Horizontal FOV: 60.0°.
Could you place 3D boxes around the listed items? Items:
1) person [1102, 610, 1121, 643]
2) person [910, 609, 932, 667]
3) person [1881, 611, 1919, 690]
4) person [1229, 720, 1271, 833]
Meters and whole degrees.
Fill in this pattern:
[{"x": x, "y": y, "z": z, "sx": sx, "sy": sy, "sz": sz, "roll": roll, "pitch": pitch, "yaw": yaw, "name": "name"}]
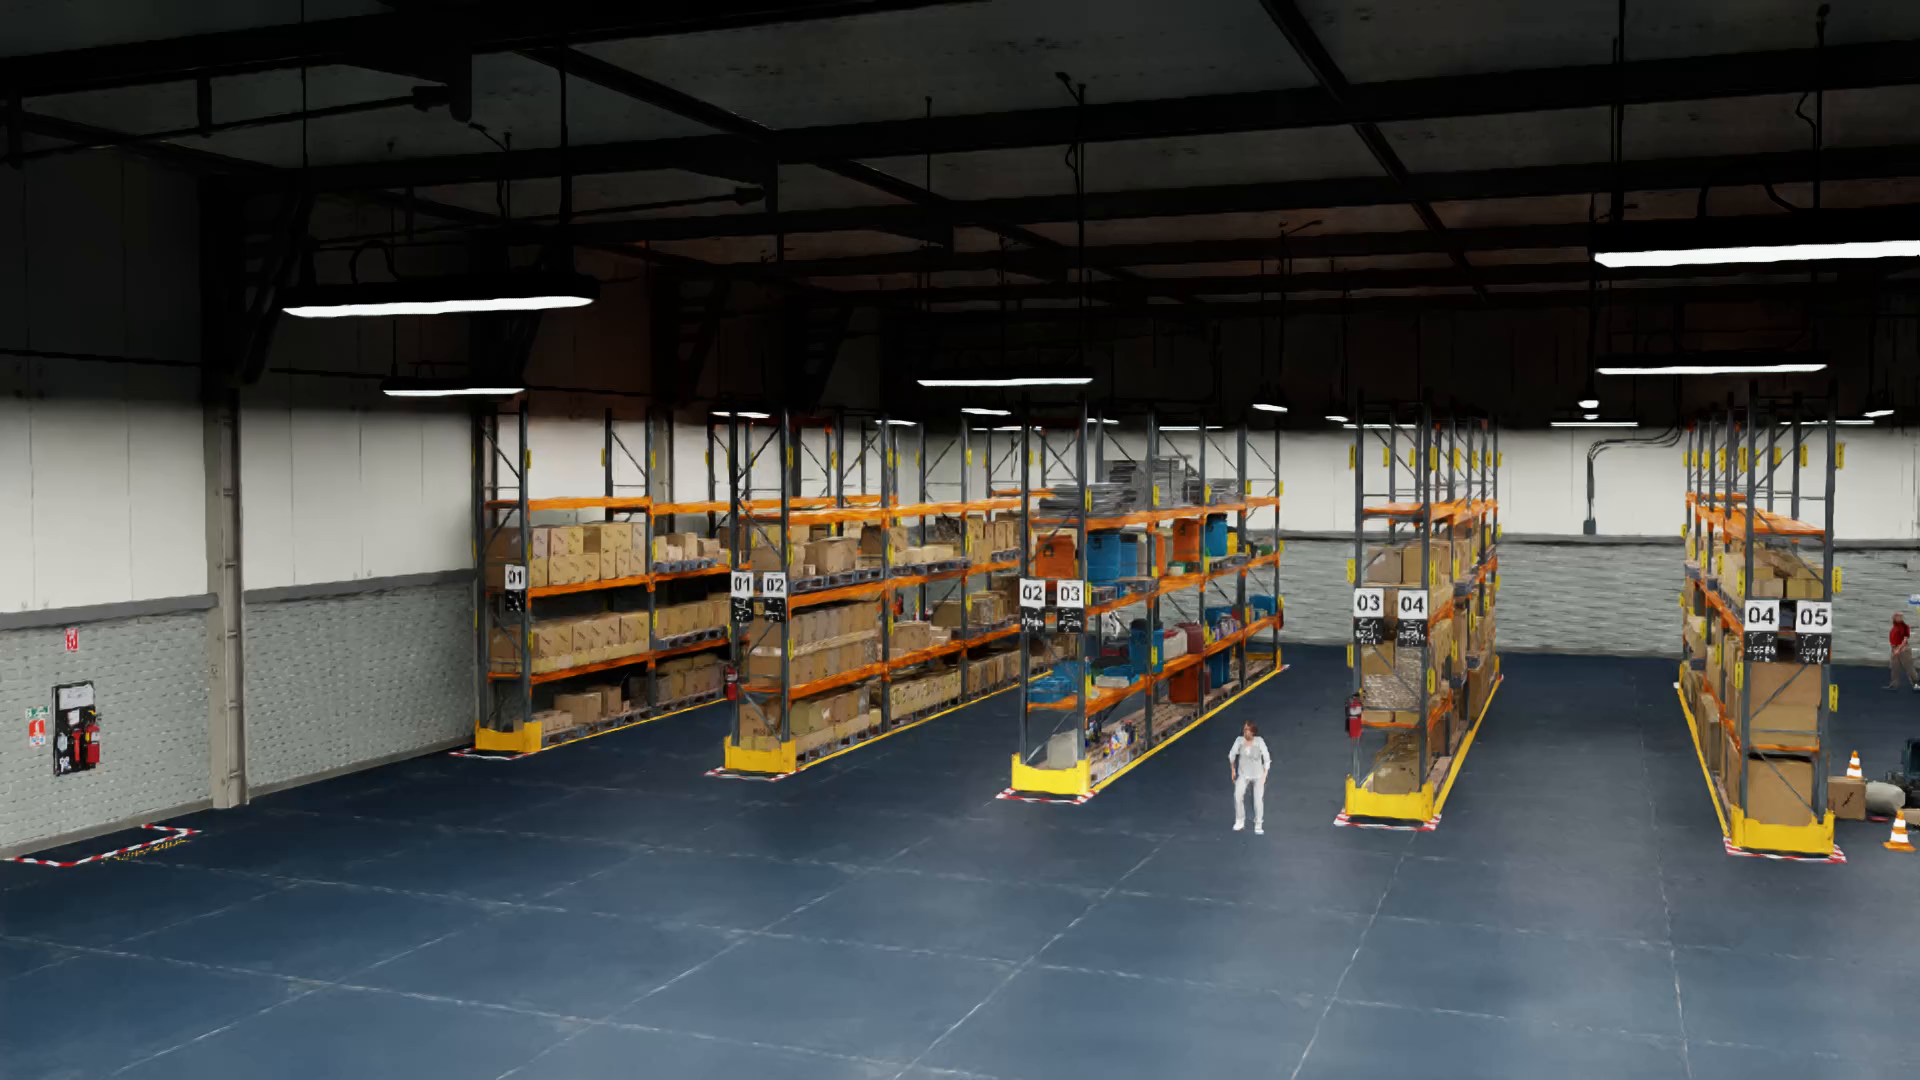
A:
[{"x": 3.555, "y": 2.250, "z": 39.978, "sx": 0.639, "sy": 1.632, "sz": 0.512, "roll": 1, "pitch": 3, "yaw": 19, "name": "person"}, {"x": -0.857, "y": 2.228, "z": 39.179, "sx": 0.713, "sy": 1.749, "sz": 0.686, "roll": 1, "pitch": 3, "yaw": 25, "name": "person"}, {"x": 20.373, "y": 2.396, "z": 35.951, "sx": 0.721, "sy": 1.713, "sz": 0.570, "roll": 0, "pitch": 3, "yaw": -4, "name": "person"}, {"x": 3.873, "y": 3.160, "z": 22.237, "sx": 0.566, "sy": 1.528, "sz": 0.516, "roll": 1, "pitch": 3, "yaw": 19, "name": "person"}]
